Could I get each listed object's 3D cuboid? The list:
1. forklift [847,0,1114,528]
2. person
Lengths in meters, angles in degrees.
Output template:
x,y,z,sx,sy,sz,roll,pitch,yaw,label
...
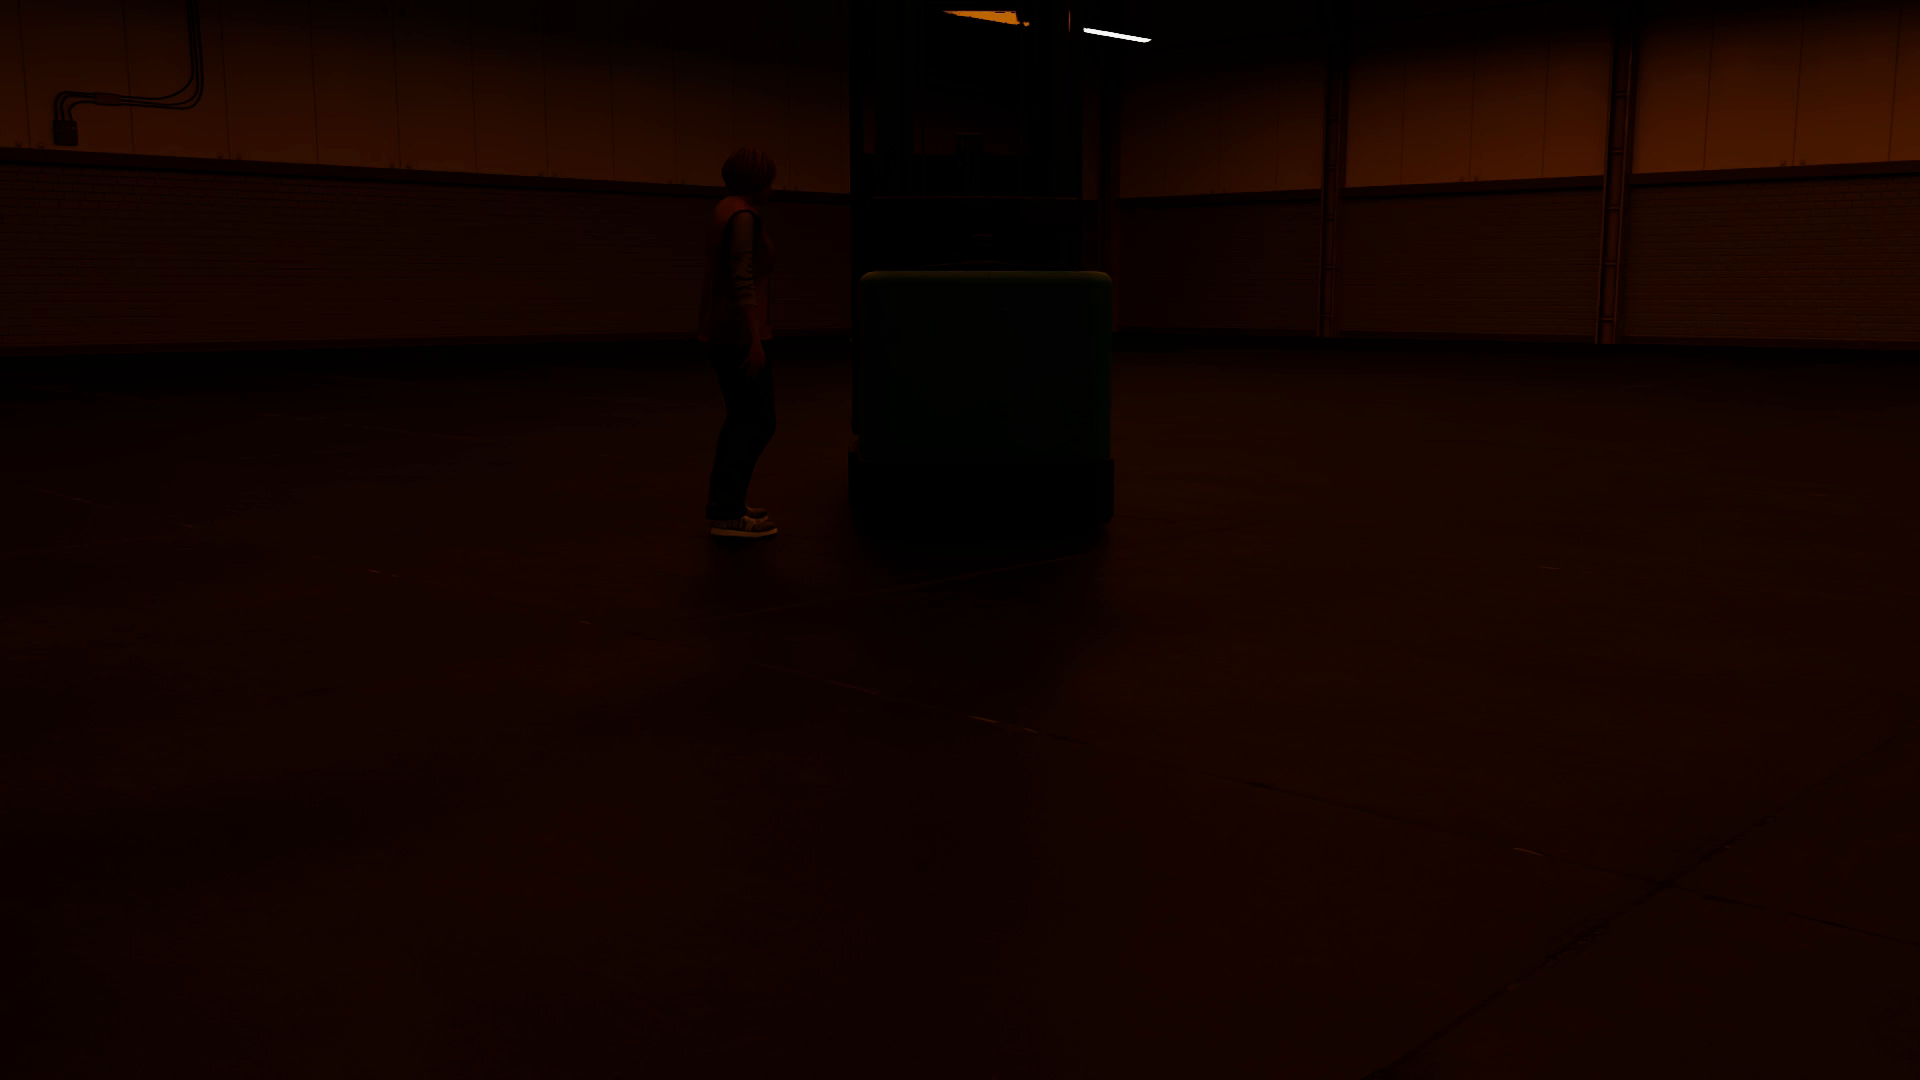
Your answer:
x,y,z,sx,sy,sz,roll,pitch,yaw,label
0.009,-1.682,8.044,1.130,2.935,3.031,-1,9,-4,forklift
-0.889,-0.802,6.783,0.363,1.571,0.641,-4,9,-23,person
